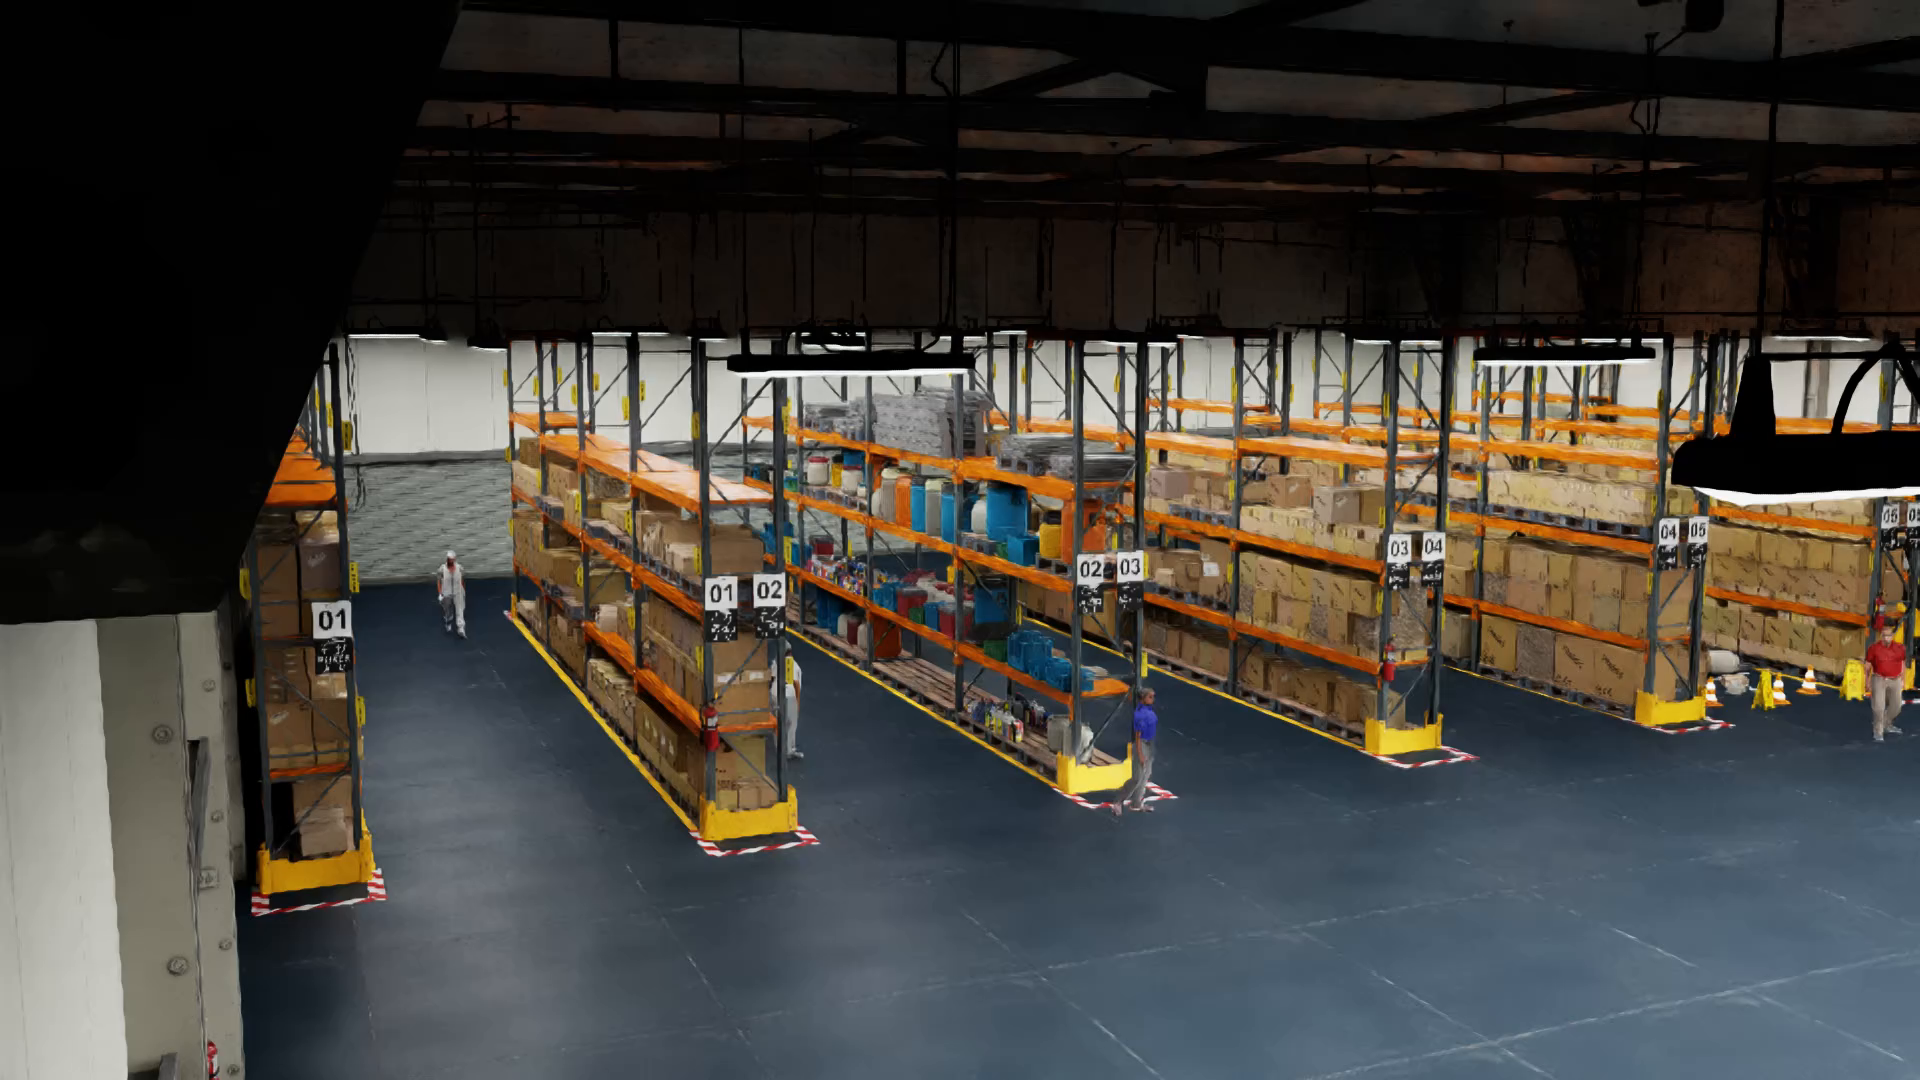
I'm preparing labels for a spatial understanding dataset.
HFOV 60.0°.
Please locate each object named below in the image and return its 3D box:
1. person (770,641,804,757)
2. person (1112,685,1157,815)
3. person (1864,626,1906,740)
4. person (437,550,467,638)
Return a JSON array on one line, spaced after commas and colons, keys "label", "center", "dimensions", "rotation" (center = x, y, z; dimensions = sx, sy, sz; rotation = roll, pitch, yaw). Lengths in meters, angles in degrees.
[{"label": "person", "center": [-2.473, 2.262, 23.857], "dimensions": [0.526, 1.666, 0.425], "rotation": [6, 10, 36]}, {"label": "person", "center": [2.219, 2.665, 21.049], "dimensions": [0.470, 1.652, 0.653], "rotation": [4, 9, 25]}, {"label": "person", "center": [13.835, 2.111, 24.875], "dimensions": [0.600, 1.713, 0.563], "rotation": [2, 8, 13]}, {"label": "person", "center": [-9.956, 1.043, 32.591], "dimensions": [0.553, 1.709, 1.123], "rotation": [-3, 8, -21]}]
